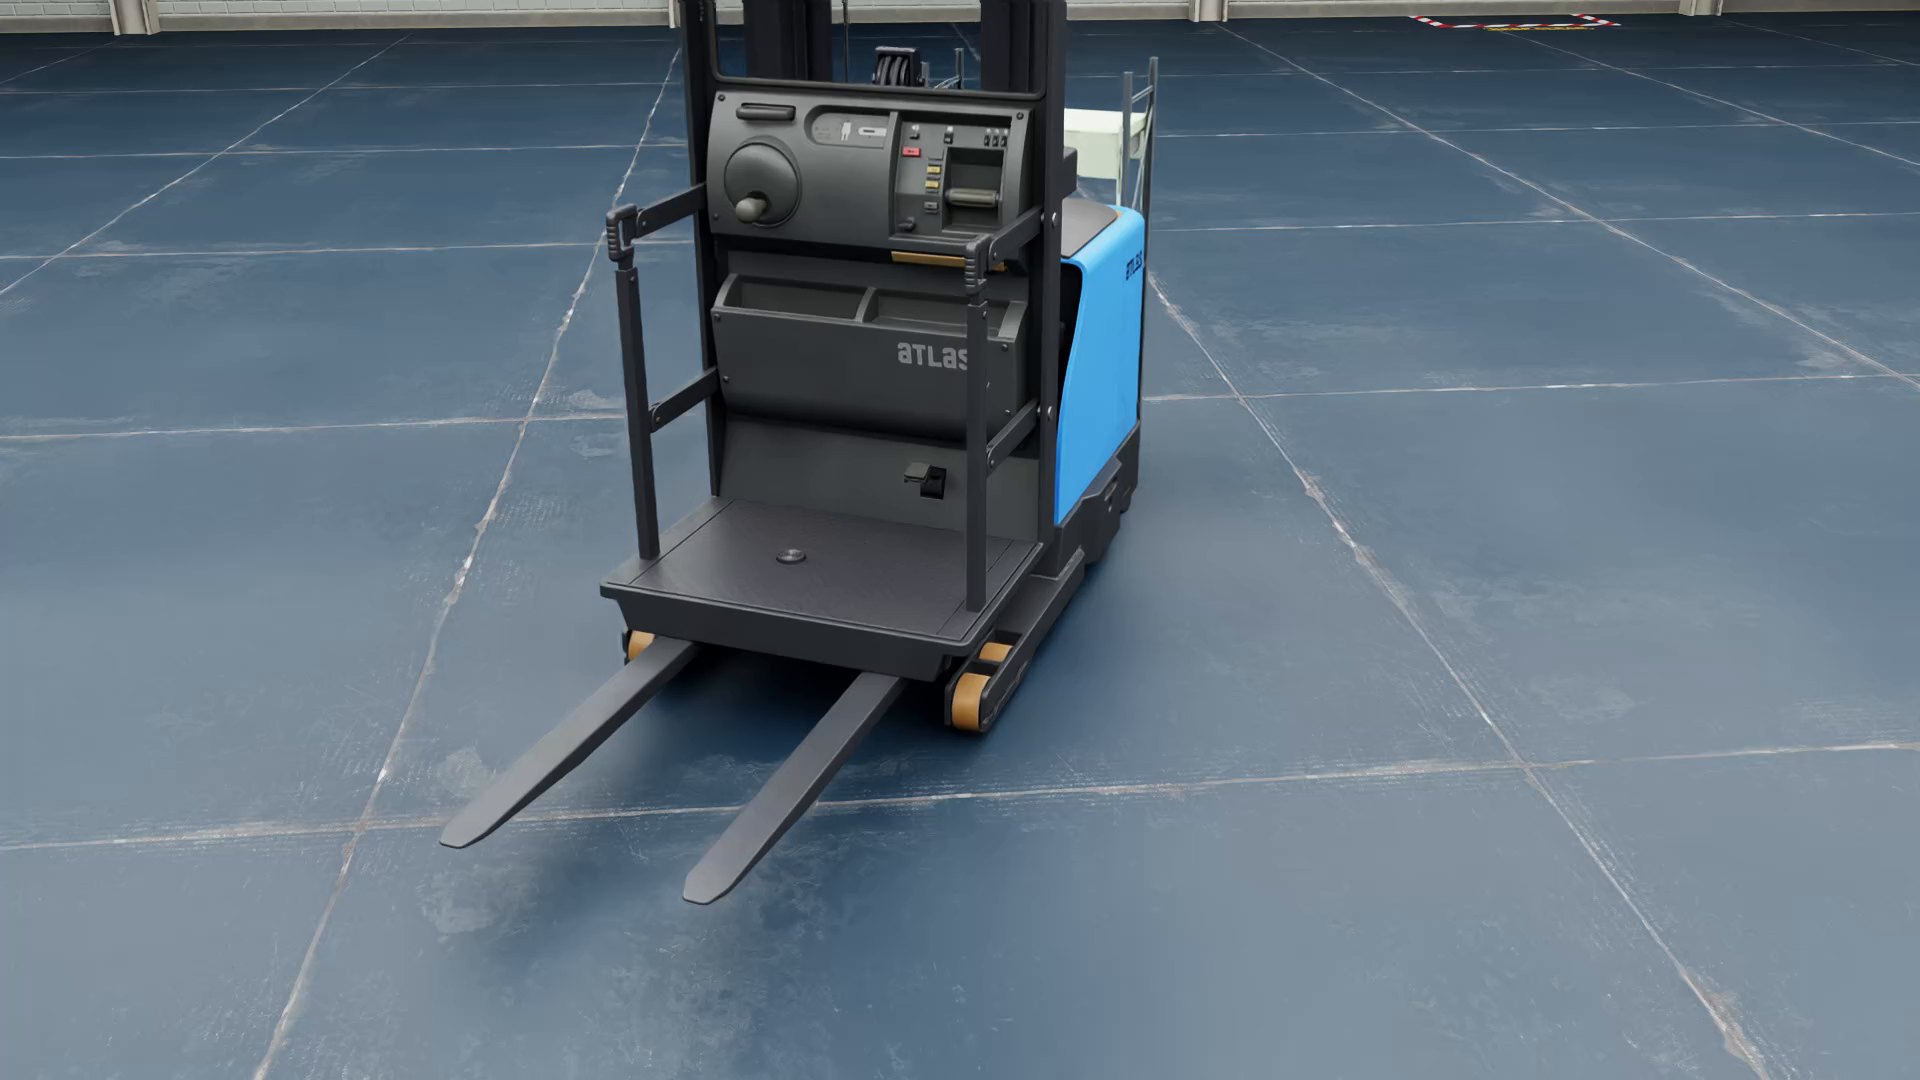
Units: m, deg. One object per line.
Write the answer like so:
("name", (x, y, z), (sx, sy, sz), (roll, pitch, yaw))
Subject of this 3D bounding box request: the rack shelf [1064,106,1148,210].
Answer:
("rack shelf", (0.285, -1.370, 6.024), (0.720, 0.370, 0.431), (8, 25, 18))

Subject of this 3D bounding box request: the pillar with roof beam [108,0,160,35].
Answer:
("pillar with roof beam", (-8.630, -7.957, 12.573), (0.400, 9.000, 9.100), (-2, 24, -5))

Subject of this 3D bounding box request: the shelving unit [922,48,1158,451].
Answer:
("shelving unit", (0.285, -1.013, 6.182), (0.755, 1.500, 0.431), (8, 25, 18))

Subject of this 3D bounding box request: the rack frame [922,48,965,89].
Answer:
("rack frame", (-0.059, -1.063, 6.295), (0.023, 1.500, 0.400), (8, 25, 18))

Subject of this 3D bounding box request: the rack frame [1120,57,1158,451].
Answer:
("rack frame", (0.630, -0.963, 6.069), (0.023, 1.500, 0.400), (8, 25, 18))

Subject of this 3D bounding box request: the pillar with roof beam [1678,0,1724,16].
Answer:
("pillar with roof beam", (9.283, -8.676, 14.190), (0.400, 9.000, 9.100), (-2, 24, -5))

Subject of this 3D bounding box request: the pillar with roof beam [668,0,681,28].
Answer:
("pillar with roof beam", (-2.659, -8.197, 13.112), (0.400, 9.000, 9.100), (-2, 24, -5))

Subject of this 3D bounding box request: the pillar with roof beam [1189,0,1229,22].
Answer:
("pillar with roof beam", (3.312, -8.436, 13.651), (0.400, 9.000, 9.100), (-2, 24, -5))

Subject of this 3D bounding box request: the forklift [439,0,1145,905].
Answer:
("forklift", (-0.334, -0.997, 4.385), (1.130, 2.935, 3.031), (8, 25, 18))
